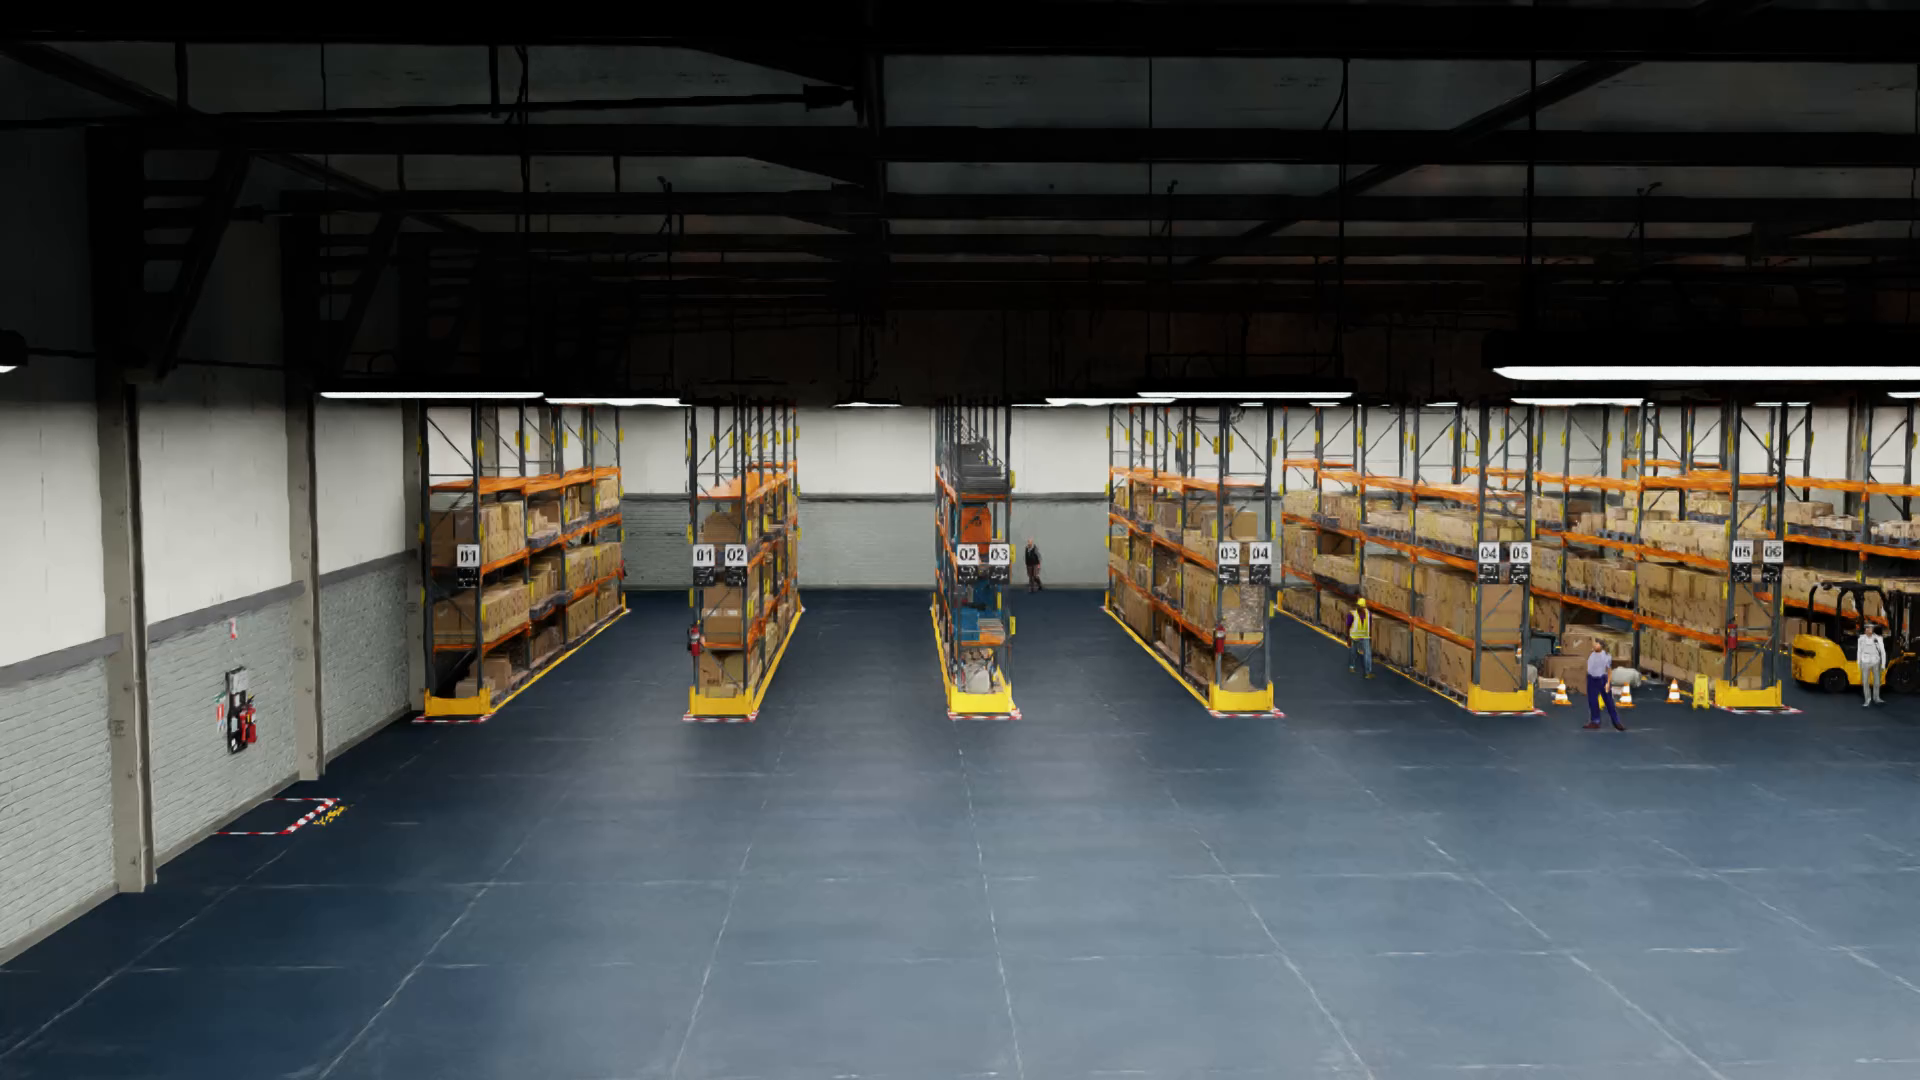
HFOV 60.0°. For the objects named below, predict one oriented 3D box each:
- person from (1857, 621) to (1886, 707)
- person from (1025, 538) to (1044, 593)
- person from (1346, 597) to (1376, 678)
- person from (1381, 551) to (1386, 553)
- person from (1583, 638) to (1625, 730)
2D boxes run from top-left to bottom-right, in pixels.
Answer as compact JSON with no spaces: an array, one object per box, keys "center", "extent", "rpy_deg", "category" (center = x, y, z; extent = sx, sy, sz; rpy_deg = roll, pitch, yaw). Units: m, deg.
[{"center":[17.612,2.369,32.134],"extent":[0.517,1.662,0.527],"rpy_deg":[3,5,34],"category":"person"},{"center":[2.308,0.786,51.951],"extent":[0.588,1.712,0.515],"rpy_deg":[3,6,35],"category":"person"},{"center":[8.551,2.065,35.566],"extent":[0.579,1.688,1.107],"rpy_deg":[0,4,0],"category":"person"},{"center":[12.415,1.127,48.406],"extent":[0.434,1.594,0.594],"rpy_deg":[-2,5,-25],"category":"person"},{"center":[11.554,2.572,29.785],"extent":[0.494,1.643,0.696],"rpy_deg":[-2,5,-28],"category":"person"}]
